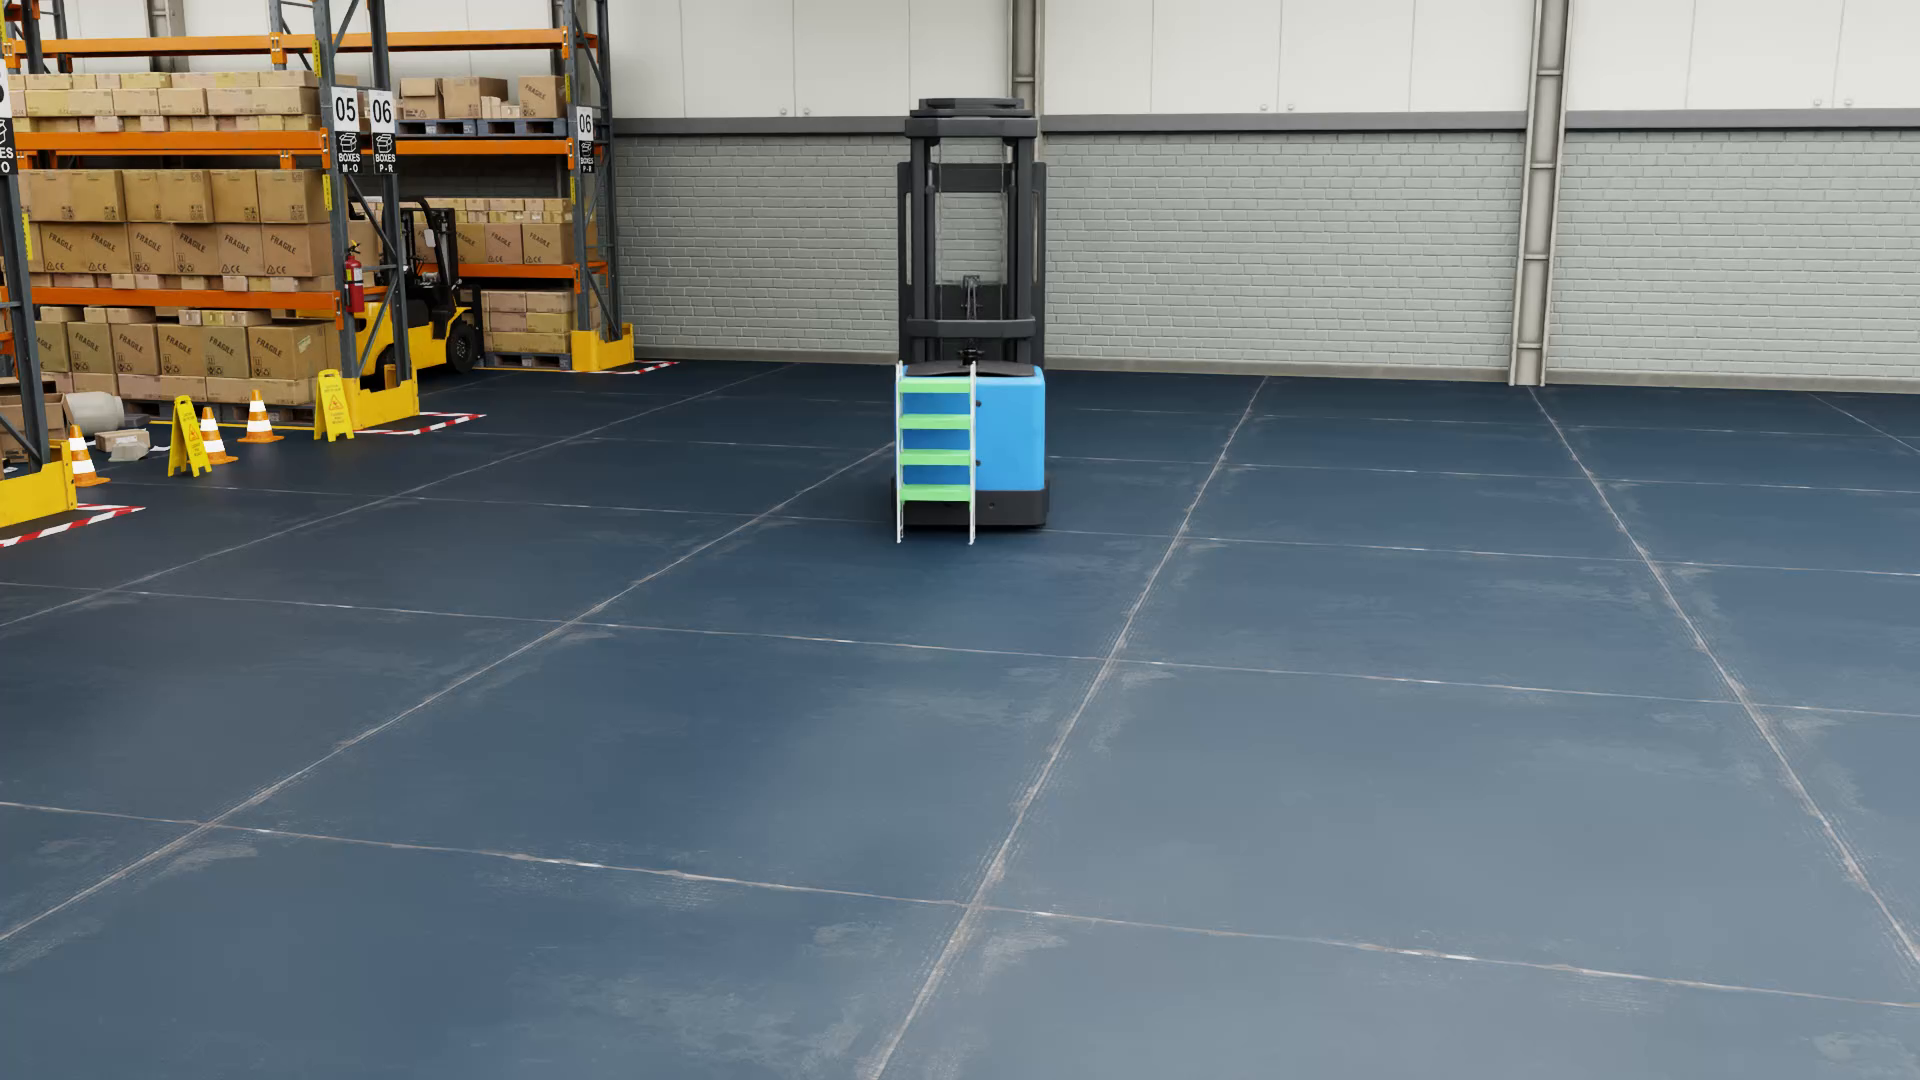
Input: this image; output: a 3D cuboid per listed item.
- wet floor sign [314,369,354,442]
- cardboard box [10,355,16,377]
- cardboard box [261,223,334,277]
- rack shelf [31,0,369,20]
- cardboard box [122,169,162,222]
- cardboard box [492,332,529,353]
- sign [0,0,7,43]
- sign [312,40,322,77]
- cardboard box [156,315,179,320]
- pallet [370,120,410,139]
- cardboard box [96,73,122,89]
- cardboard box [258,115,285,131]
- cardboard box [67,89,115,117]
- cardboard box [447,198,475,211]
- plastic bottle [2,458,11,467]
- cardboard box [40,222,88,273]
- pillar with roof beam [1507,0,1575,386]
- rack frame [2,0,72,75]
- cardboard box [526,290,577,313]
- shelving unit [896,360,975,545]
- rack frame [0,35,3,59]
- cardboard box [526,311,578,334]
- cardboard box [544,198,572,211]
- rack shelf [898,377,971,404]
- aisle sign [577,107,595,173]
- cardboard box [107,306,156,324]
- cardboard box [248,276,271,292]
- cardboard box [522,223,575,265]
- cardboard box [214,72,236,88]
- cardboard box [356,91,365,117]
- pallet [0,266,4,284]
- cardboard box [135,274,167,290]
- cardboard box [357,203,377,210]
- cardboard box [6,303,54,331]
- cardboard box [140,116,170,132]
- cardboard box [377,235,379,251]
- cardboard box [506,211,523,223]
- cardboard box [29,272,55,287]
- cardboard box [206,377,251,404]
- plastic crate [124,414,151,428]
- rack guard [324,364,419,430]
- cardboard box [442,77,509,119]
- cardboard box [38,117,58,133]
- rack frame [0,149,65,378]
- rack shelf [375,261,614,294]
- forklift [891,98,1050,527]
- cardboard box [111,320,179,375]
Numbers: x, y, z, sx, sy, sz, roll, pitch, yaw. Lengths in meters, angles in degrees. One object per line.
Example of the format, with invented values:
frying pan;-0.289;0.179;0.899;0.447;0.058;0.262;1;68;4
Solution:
wet floor sign;-5.828;-1.257;15.410;0.232;0.644;0.267;8;15;33
cardboard box;-10.149;-1.798;17.508;0.625;0.372;0.950;3;13;14
cardboard box;-6.349;-2.806;16.036;0.500;0.500;0.500;3;13;13
rack shelf;-7.697;-5.321;16.110;4.000;0.370;1.077;3;13;14
cardboard box;-7.764;-3.392;16.370;0.500;0.500;0.700;3;13;13
cardboard box;-5.583;-2.534;21.107;0.500;0.250;0.500;3;13;14
sign;-6.705;-3.641;11.594;0.005;0.325;0.100;3;13;14
sign;-5.908;-4.422;15.271;0.005;0.325;0.100;3;13;14
cardboard box;-8.011;-2.051;17.200;0.500;0.500;0.500;4;13;17
pallet;-7.619;-5.275;21.364;1.213;0.211;1.003;3;13;14
cardboard box;-8.134;-4.439;16.129;0.250;0.149;0.380;3;13;13
cardboard box;-6.419;-3.949;15.761;0.250;0.149;0.380;3;13;14
cardboard box;-8.292;-4.251;16.204;0.500;0.250;0.500;3;13;14
cardboard box;-6.232;-4.215;20.893;0.250;0.149;0.380;3;13;15
plastic bottle;-8.178;-0.647;14.010;0.283;0.061;0.133;-1;13;-6
cardboard box;-8.786;-2.940;16.643;0.500;0.500;0.500;3;13;13
pillar with roof beam;5.589;-5.312;14.399;0.400;9.000;9.100;3;13;14
rack frame;-12.337;-7.029;22.140;0.127;3.000;1.000;3;13;14
cardboard box;-5.092;-2.994;20.875;0.500;0.250;0.500;4;13;15
shelving unit;-0.158;-0.584;11.095;0.503;1.200;0.258;1;13;4
rack frame;-6.844;-4.524;10.848;0.127;3.000;1.000;3;13;14
cardboard box;-5.118;-2.752;20.935;0.500;0.250;0.500;3;13;13
cardboard box;-4.968;-4.170;20.690;0.250;0.149;0.380;3;13;14
rack shelf;-0.158;-0.990;11.005;0.480;0.148;0.258;1;13;4
aisle sign;-4.577;-4.889;20.344;0.004;0.787;0.394;3;13;14
cardboard box;-8.263;-2.248;16.591;0.250;0.149;0.380;4;13;17
cardboard box;-6.686;-2.501;16.160;0.250;0.149;0.380;3;13;13
cardboard box;-5.111;-3.704;20.774;0.500;0.500;0.500;3;13;12
cardboard box;-6.882;-4.383;15.876;0.250;0.149;0.380;3;13;14
cardboard box;-6.180;-4.260;16.243;0.500;0.250;0.500;3;13;13
pallet;-10.346;-2.825;17.486;1.213;0.211;1.003;3;13;14
cardboard box;-7.919;-2.567;16.458;0.250;0.149;0.380;3;13;13
cardboard box;-7.465;-4.284;21.201;0.250;0.149;0.380;3;13;15
cardboard box;-12.799;-3.062;22.911;0.500;0.500;0.500;3;13;15
cardboard box;-7.671;-4.013;16.051;0.250;0.149;0.380;3;13;13
cardboard box;-7.576;-3.840;21.386;0.500;0.500;0.500;3;13;15
cardboard box;-5.466;-4.043;20.804;0.250;0.149;0.380;3;13;15
cardboard box;-9.153;-2.640;16.789;0.250;0.149;0.380;3;13;15
cardboard box;-7.106;-1.518;16.528;0.500;0.250;0.500;3;13;14
plastic crate;-8.311;-1.170;16.321;0.583;0.080;0.402;-1;13;-6
rack guard;-5.830;-1.425;16.502;0.348;0.500;1.175;3;13;14
cardboard box;-6.029;-5.498;20.734;0.500;0.500;0.700;3;13;14
cardboard box;-8.887;-4.108;16.478;0.250;0.149;0.380;3;13;14
rack frame;-9.639;-2.849;17.149;0.127;3.000;1.000;3;13;14
rack shelf;-6.512;-3.438;21.465;4.000;0.370;1.077;3;13;14
forklift;0.091;-1.791;12.539;1.130;2.935;3.031;0;13;1
cardboard box;-8.106;-1.938;16.689;0.500;0.500;0.500;4;13;16
